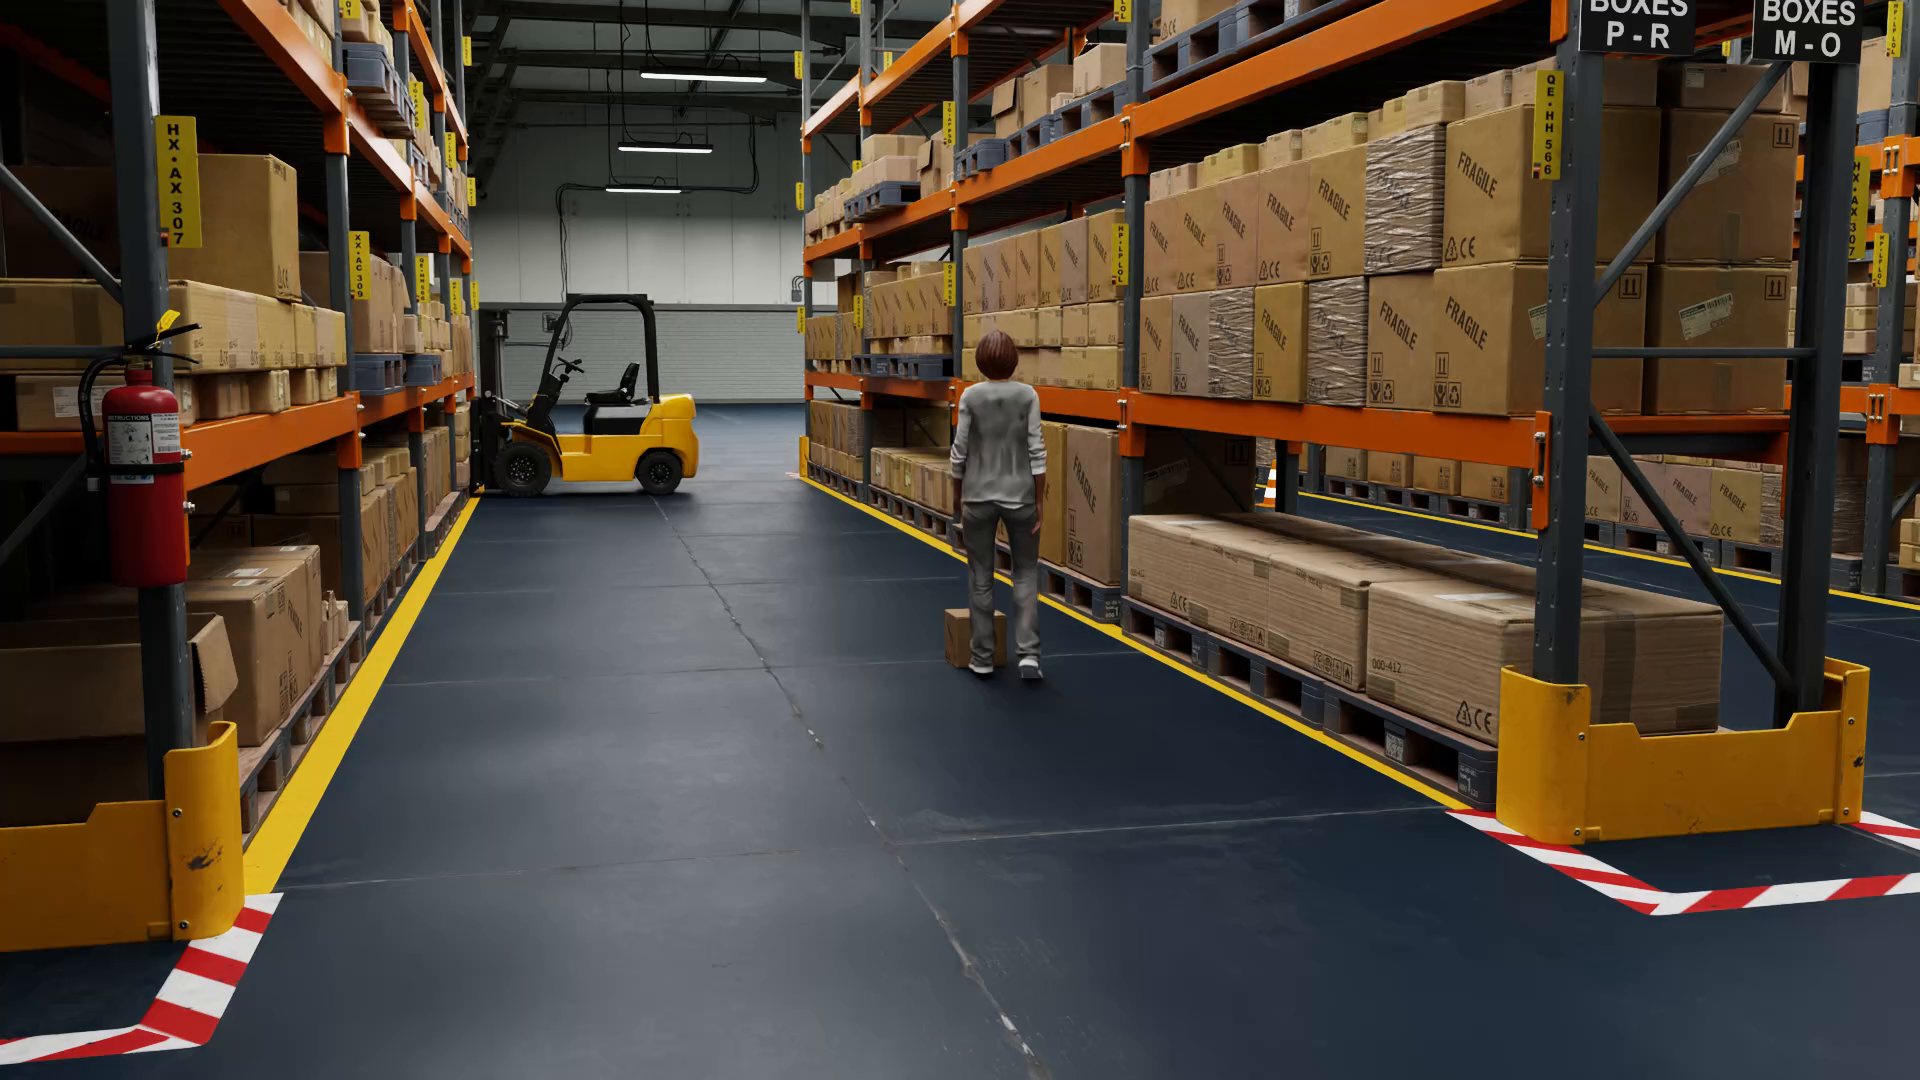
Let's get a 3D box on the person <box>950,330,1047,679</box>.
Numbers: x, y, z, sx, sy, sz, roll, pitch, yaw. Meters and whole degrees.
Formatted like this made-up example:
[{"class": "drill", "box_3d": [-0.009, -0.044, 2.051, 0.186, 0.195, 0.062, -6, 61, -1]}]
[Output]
[{"class": "person", "box_3d": [0.171, -0.091, 7.686, 0.438, 1.530, 0.434, 0, 6, -3]}]
